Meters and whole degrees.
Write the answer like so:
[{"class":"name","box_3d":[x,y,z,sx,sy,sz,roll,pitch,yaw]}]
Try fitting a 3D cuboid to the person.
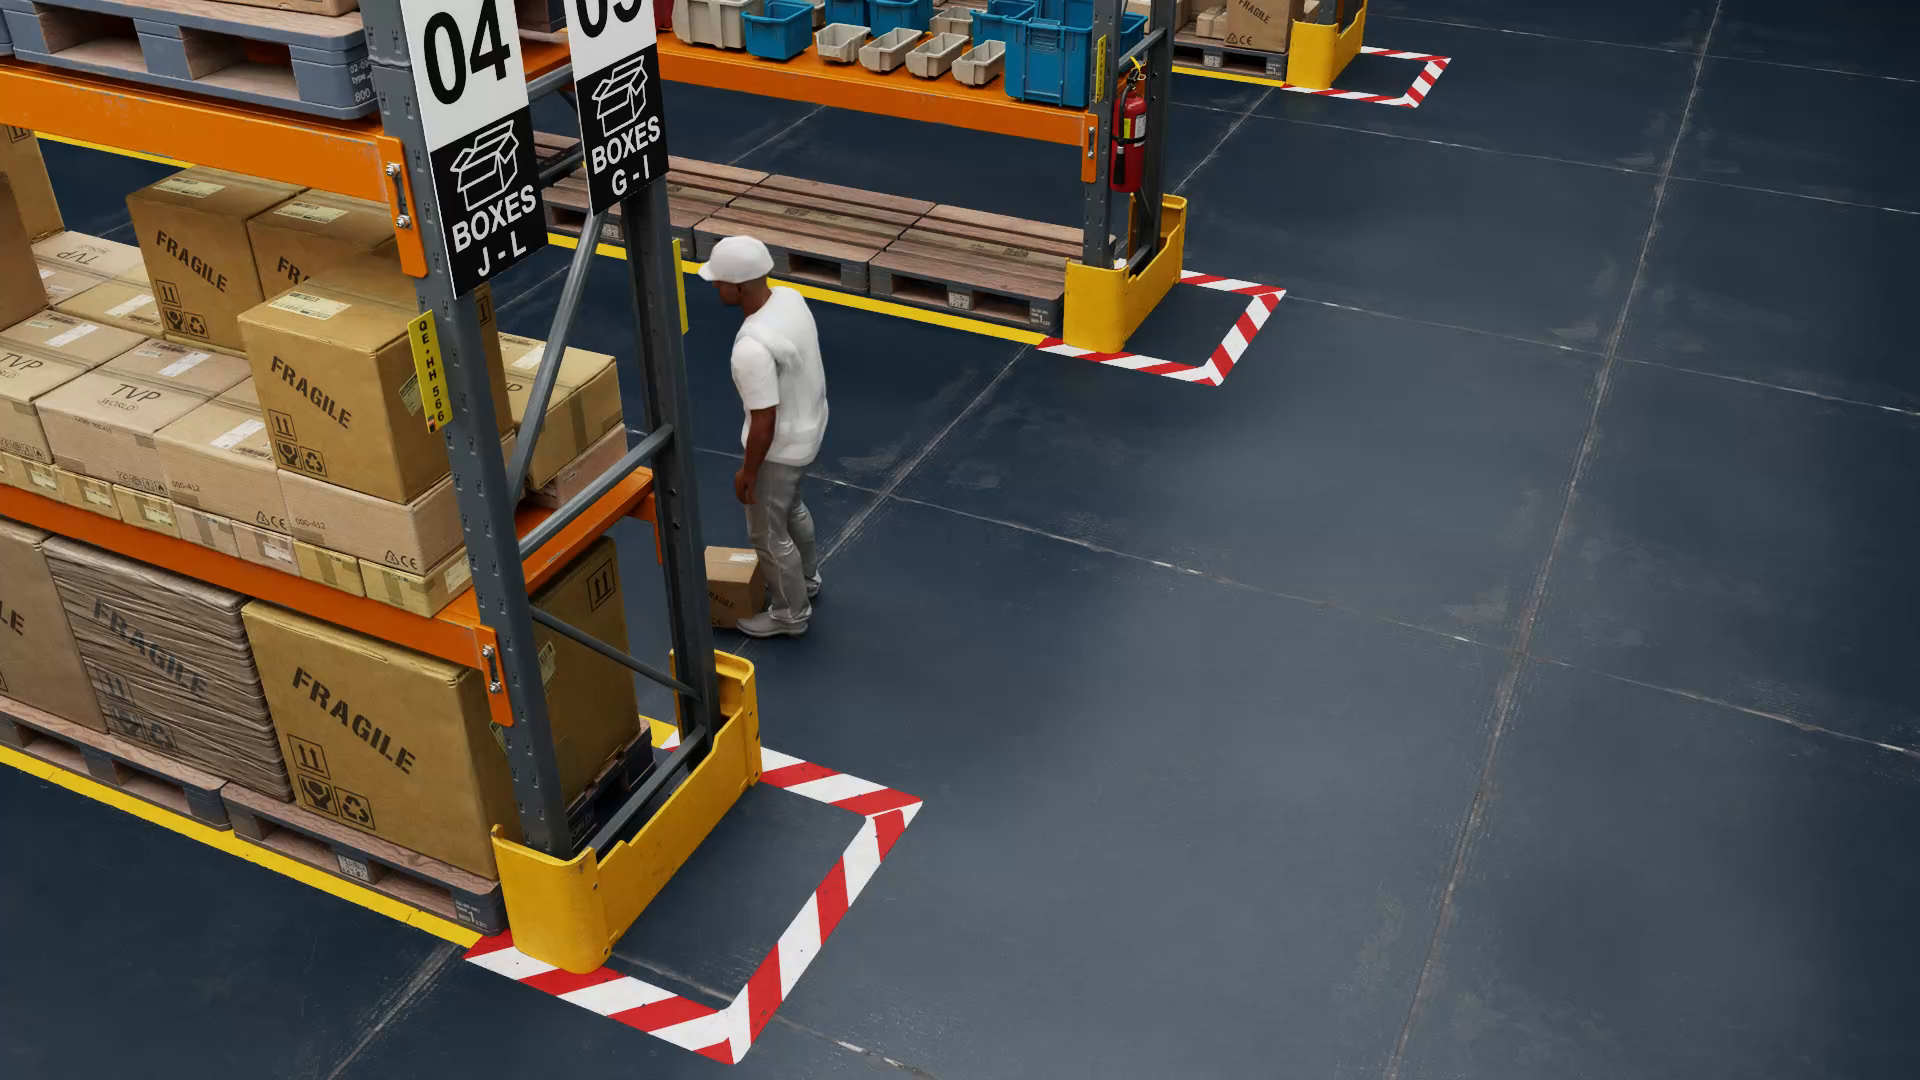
[{"class":"person","box_3d":[-0.768,-0.414,6.750,0.457,1.761,0.626,6,34,8]}]
